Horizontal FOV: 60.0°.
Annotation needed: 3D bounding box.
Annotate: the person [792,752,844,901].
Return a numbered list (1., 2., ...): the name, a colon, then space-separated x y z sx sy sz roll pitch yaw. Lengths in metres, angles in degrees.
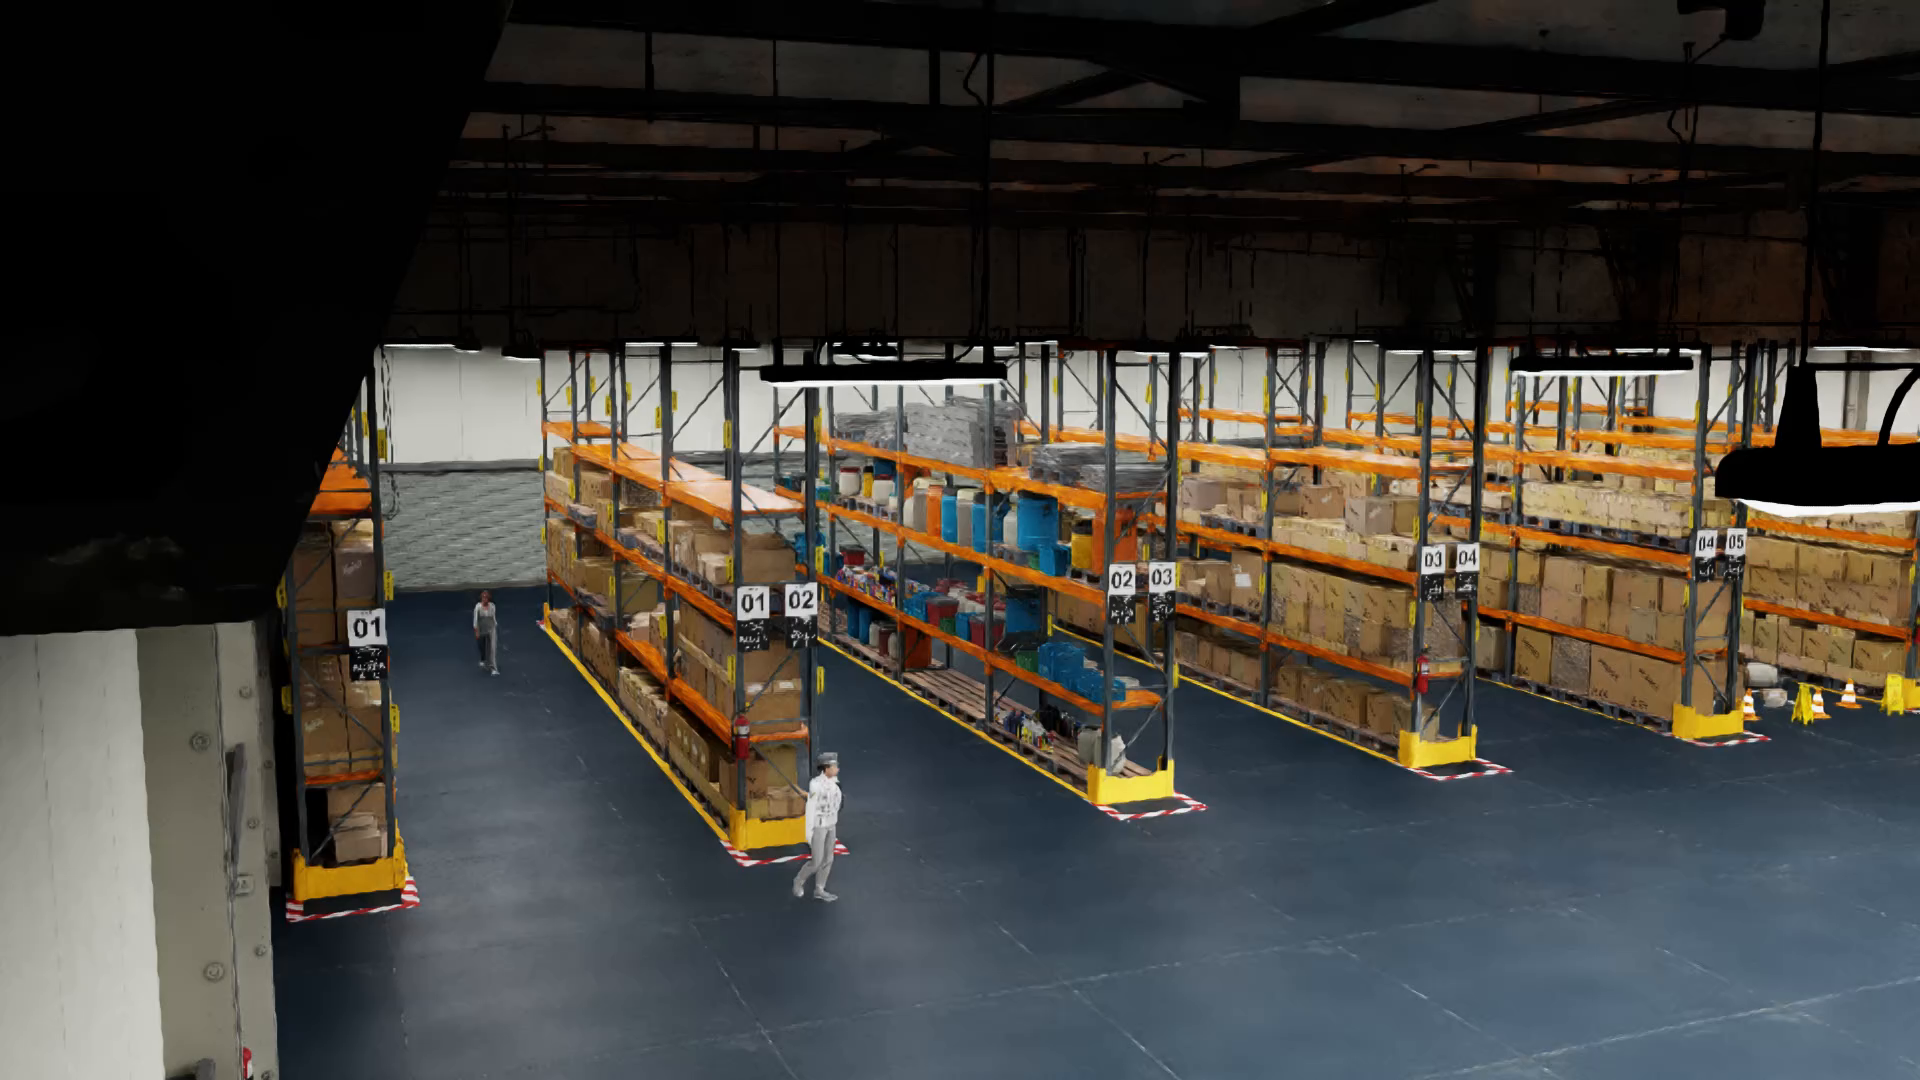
1. person: -1.576 3.140 18.306 0.527 1.668 0.535 5 9 32

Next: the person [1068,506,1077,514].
1. person: 2.965 -0.023 42.632 0.560 1.708 0.519 4 9 31

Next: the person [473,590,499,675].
1. person: -8.604 1.652 30.142 0.417 1.517 1.036 -3 8 -19
